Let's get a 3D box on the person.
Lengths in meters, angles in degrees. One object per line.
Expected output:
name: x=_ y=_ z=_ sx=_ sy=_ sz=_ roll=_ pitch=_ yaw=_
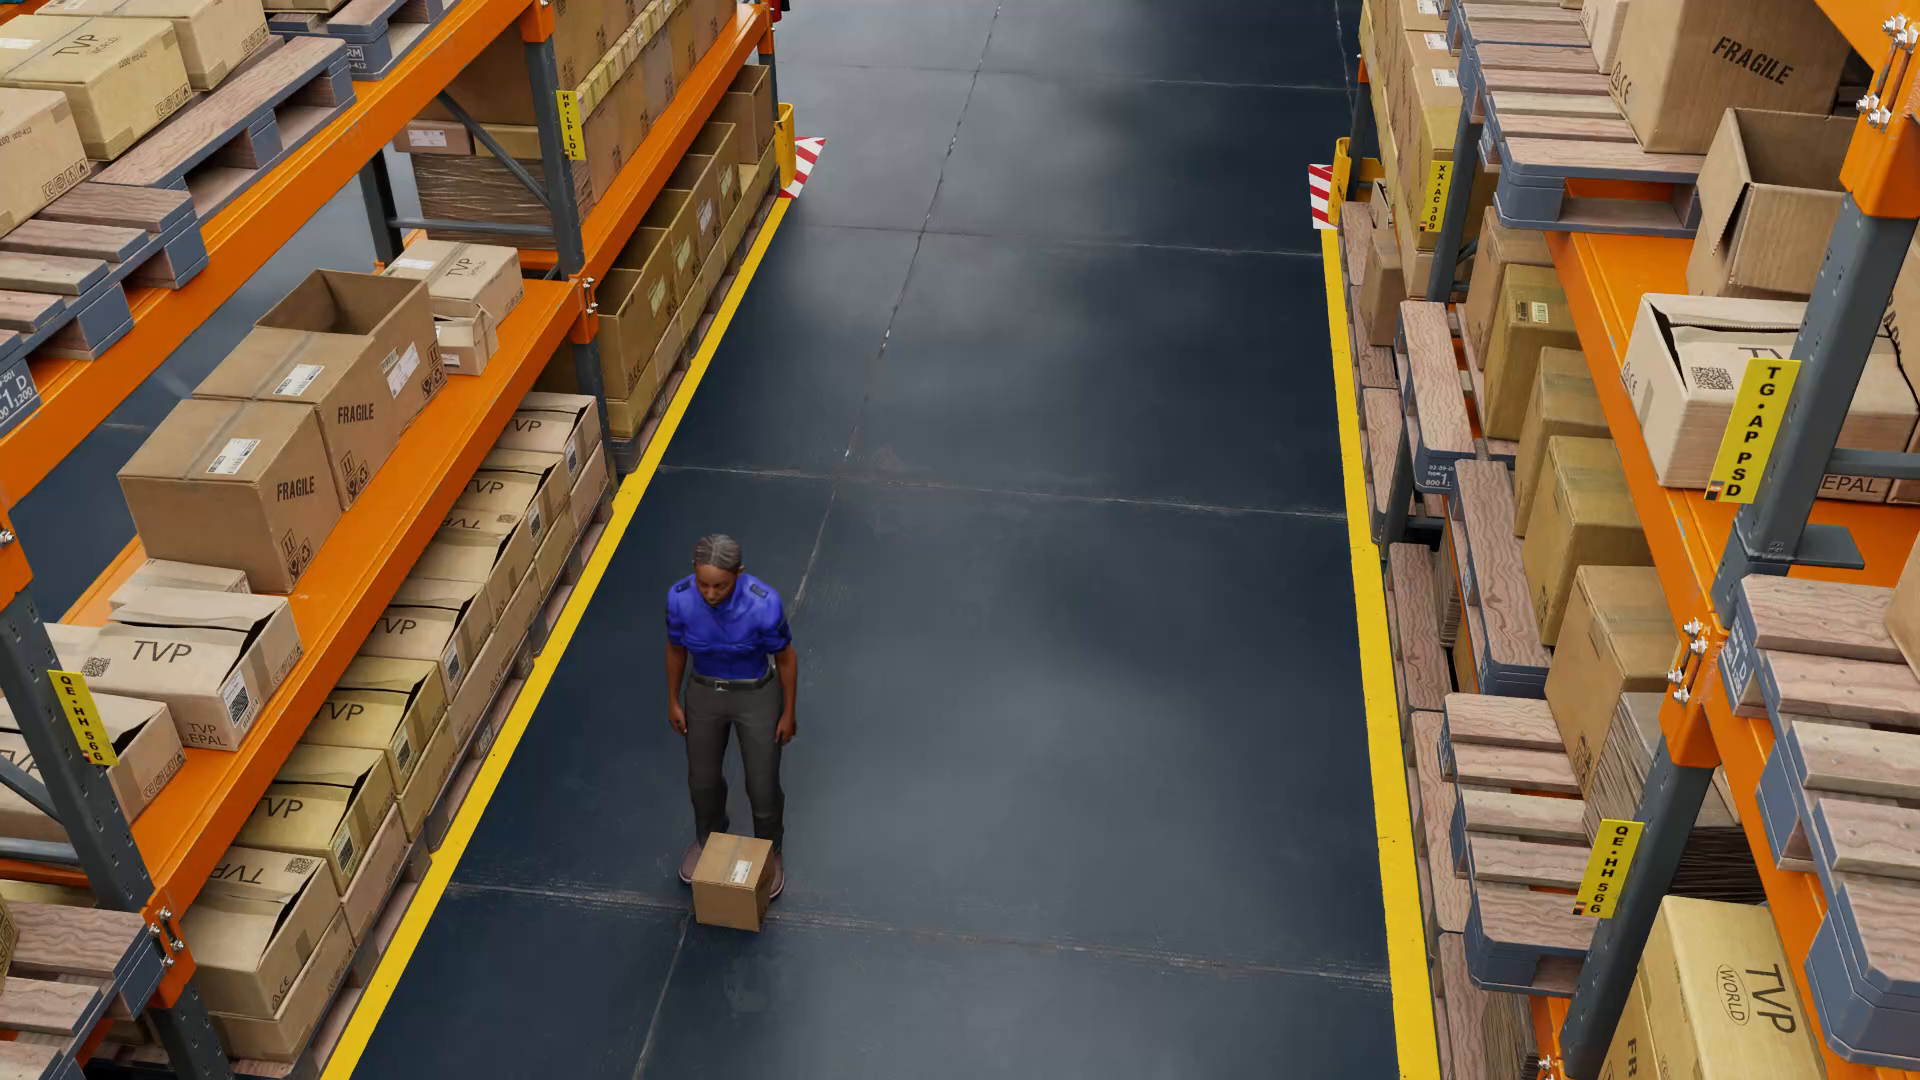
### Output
person: x=-0.855 y=0.631 z=6.185 sx=0.509 sy=1.655 sz=0.391 roll=4 pitch=37 yaw=6
